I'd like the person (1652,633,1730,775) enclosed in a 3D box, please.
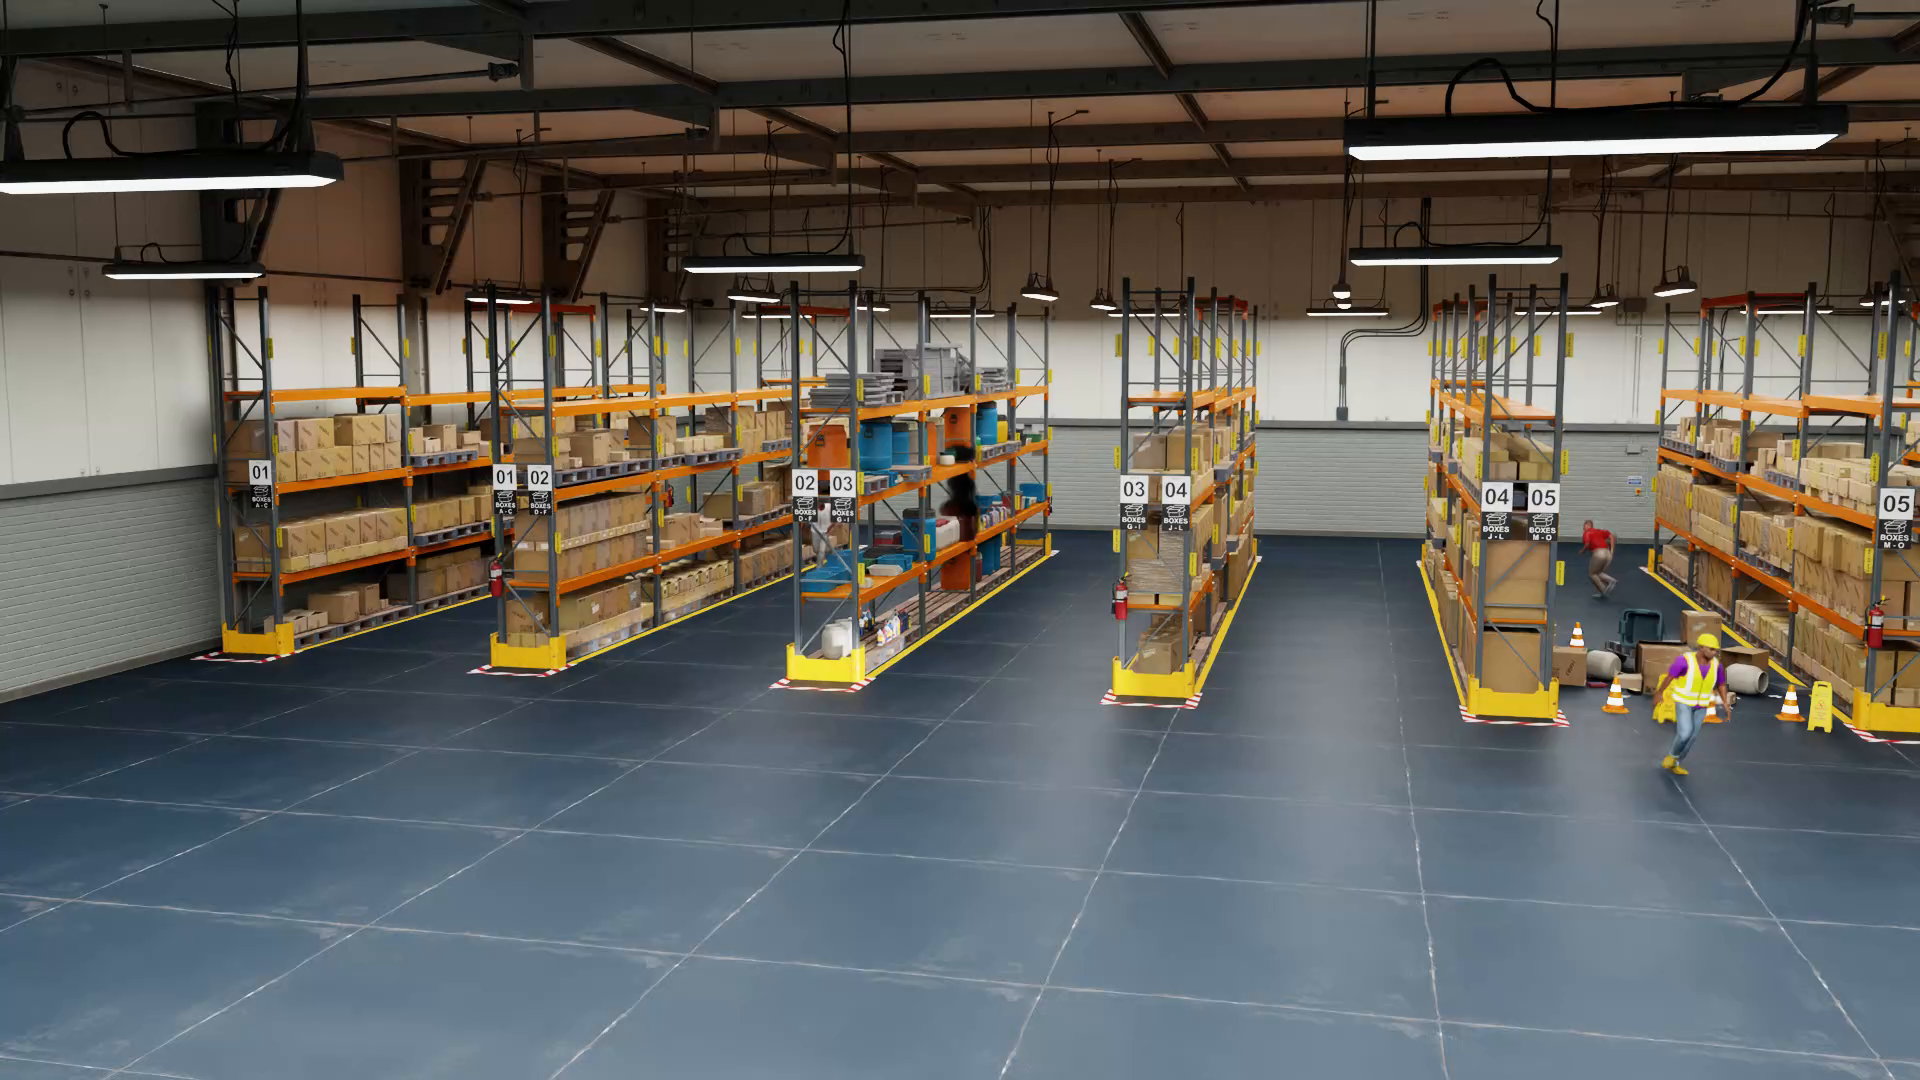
[{"bbox_3d":[8.579,1.923,19.448,0.698,1.725,0.641,-1,7,-9],"label":"person"}]

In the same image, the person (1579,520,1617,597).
[{"bbox_3d":[12.993,0.379,33.736,0.691,1.538,0.851,-3,7,-23],"label":"person"}]

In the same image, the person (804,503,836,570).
[{"bbox_3d":[-2.948,-0.163,35.181,0.700,1.703,0.709,0,7,-4],"label":"person"}]
